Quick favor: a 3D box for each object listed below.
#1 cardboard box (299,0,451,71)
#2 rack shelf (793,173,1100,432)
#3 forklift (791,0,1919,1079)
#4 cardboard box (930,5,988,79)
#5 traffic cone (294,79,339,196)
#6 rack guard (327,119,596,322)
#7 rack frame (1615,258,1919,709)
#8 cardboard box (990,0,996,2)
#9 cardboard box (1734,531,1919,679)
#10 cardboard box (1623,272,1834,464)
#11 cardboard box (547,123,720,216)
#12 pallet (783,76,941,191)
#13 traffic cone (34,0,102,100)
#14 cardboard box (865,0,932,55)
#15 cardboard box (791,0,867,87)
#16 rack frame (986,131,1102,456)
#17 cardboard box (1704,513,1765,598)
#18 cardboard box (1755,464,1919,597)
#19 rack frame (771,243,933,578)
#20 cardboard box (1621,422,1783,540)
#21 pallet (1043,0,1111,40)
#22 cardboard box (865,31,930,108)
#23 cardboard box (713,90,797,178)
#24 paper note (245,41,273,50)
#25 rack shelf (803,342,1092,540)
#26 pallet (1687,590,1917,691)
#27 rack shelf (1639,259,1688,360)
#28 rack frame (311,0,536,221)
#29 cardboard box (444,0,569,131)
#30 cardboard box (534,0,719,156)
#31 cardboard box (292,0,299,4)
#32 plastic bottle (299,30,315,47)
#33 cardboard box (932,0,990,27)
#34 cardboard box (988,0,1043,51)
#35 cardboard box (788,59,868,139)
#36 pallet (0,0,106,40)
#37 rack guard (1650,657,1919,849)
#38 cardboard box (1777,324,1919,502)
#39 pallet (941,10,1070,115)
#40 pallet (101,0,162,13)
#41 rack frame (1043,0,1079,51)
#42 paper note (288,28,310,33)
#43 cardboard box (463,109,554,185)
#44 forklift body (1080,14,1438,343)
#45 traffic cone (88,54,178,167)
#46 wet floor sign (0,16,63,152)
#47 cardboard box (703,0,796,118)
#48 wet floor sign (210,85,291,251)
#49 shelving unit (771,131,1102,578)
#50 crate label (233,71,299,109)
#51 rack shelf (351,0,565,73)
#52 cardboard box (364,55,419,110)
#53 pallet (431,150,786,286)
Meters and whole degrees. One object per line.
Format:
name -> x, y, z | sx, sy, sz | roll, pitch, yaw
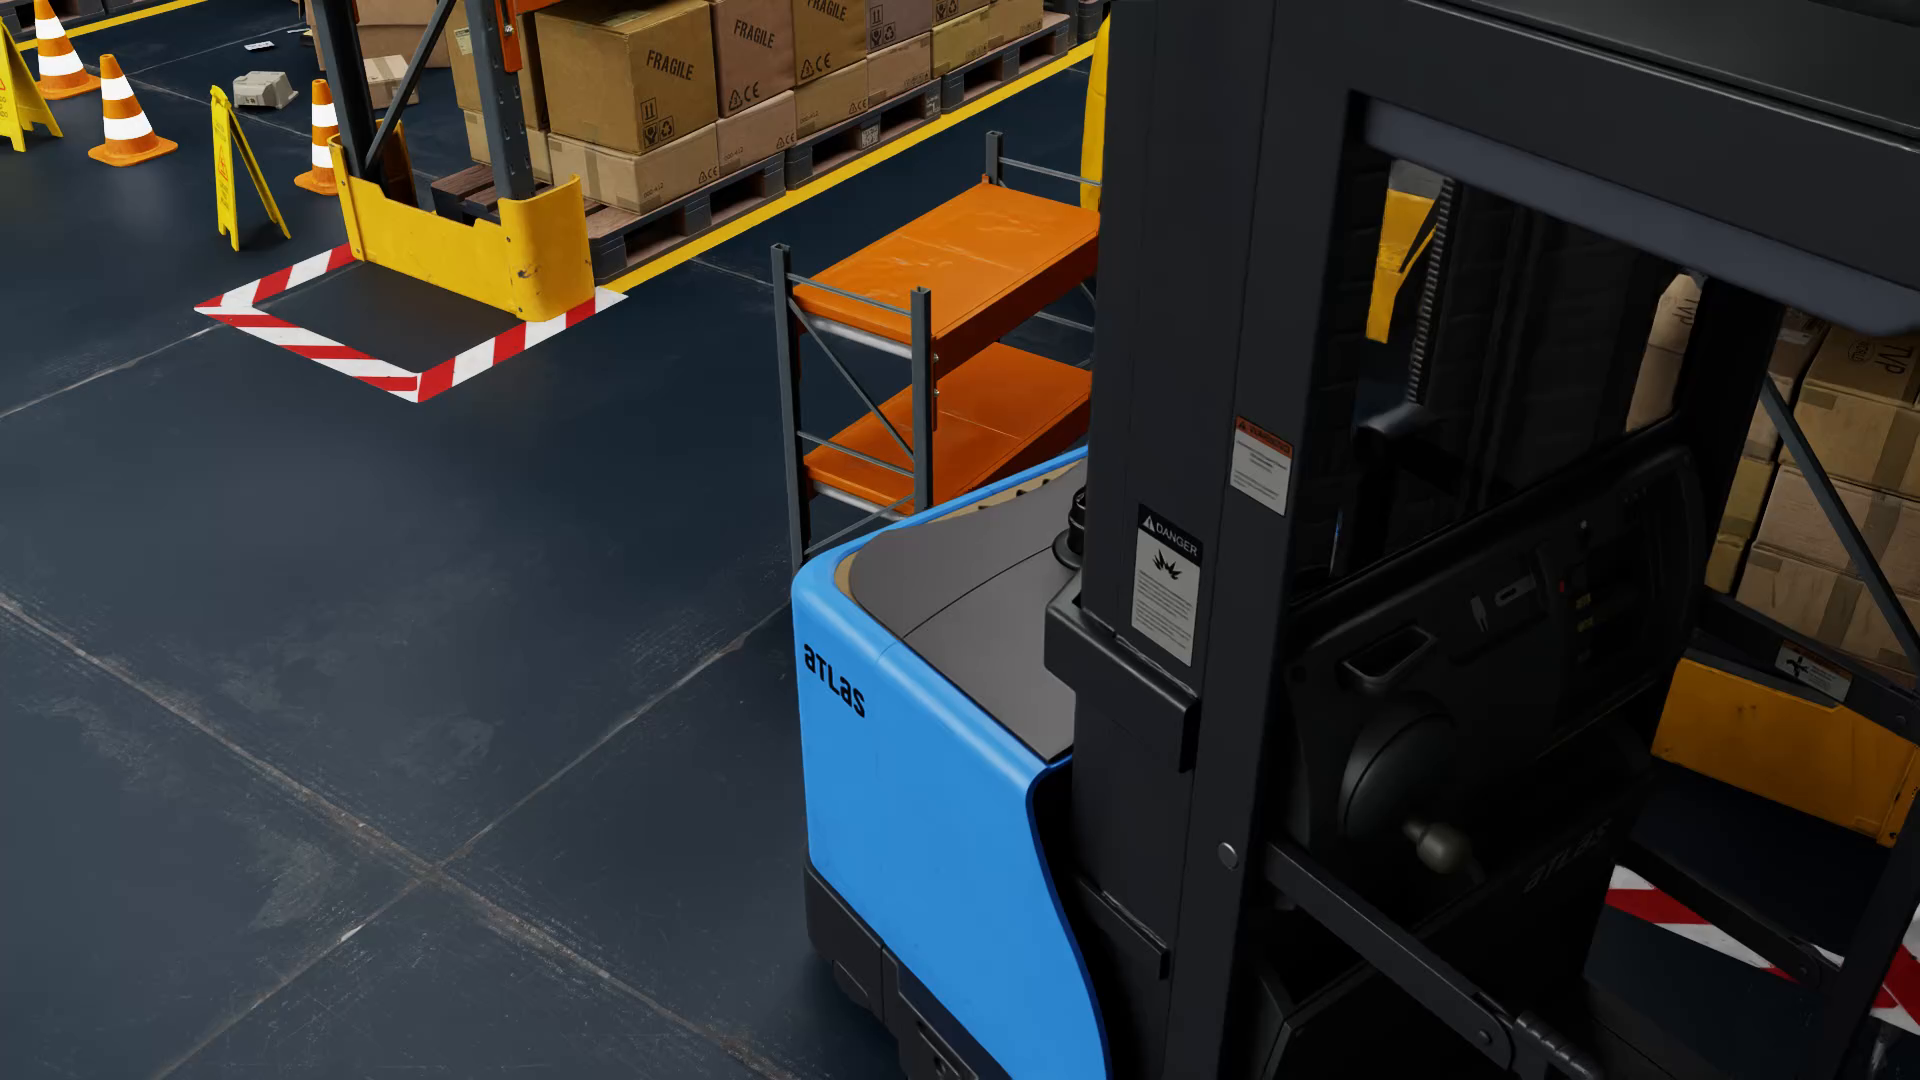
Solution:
cardboard box -> -3.145, -2.894, 9.080 | 0.797, 0.503, 0.637 | -3, 34, -4
rack shelf -> 0.004, -0.712, 4.776 | 0.538, 0.278, 1.000 | 21, 39, 28
forklift -> 0.940, 0.219, 2.310 | 1.130, 2.935, 3.031 | -23, 40, -30
cardboard box -> -0.198, -2.580, 8.468 | 0.500, 0.250, 0.500 | 20, 39, 27
traffic cone -> -2.881, -1.870, 7.602 | 0.336, 0.463, 0.334 | 21, 39, 28
rack guard -> -2.023, -1.310, 6.741 | 1.175, 0.500, 0.348 | 21, 39, 28
rack frame -> 2.013, -0.727, 3.647 | 1.000, 3.000, 0.127 | 21, 39, 28
cardboard box -> 0.097, -3.139, 8.624 | 0.500, 0.500, 0.500 | 21, 39, 28
cardboard box -> 2.454, 0.075, 4.542 | 0.500, 0.250, 0.500 | 21, 40, 28
cardboard box -> 2.019, -0.488, 4.480 | 0.500, 0.250, 0.500 | 23, 40, 30
cardboard box -> -1.380, -1.629, 7.060 | 0.500, 0.250, 0.500 | 21, 39, 28
pallet -> -0.835, -2.112, 8.185 | 1.003, 0.211, 1.213 | 21, 39, 28
traffic cone -> -4.722, -2.585, 8.660 | 0.336, 0.463, 0.334 | 21, 39, 28
cardboard box -> -0.481, -2.669, 7.930 | 0.500, 0.500, 0.500 | 24, 41, 31
cardboard box -> -0.779, -2.421, 7.562 | 0.500, 0.500, 0.500 | 22, 40, 29
rack frame -> 0.294, -0.703, 5.285 | 0.500, 1.125, 0.032 | 21, 39, 28
cardboard box -> 2.021, -0.079, 4.769 | 0.500, 0.250, 0.500 | 22, 40, 28
cardboard box -> 2.452, -0.119, 4.382 | 0.500, 0.250, 0.500 | 22, 40, 29
rack frame -> -0.286, -0.235, 4.594 | 0.500, 1.125, 0.032 | 21, 39, 28
cardboard box -> 2.034, -0.293, 4.639 | 0.500, 0.250, 0.500 | 21, 39, 28
pallet -> 0.657, -3.355, 10.023 | 1.003, 0.211, 1.213 | 21, 39, 28
cardboard box -> -0.491, -2.348, 8.124 | 0.500, 0.250, 0.500 | 22, 40, 29
cardboard box -> -1.082, -1.861, 7.404 | 0.500, 0.250, 0.500 | 23, 40, 30
paper note -> -3.926, -2.775, 9.327 | 0.142, 0.017, 0.144 | -22, 40, -29
rack shelf -> 0.004, -0.267, 5.076 | 0.538, 0.278, 1.000 | 21, 39, 28
pallet -> 2.415, 0.063, 4.969 | 1.003, 0.211, 1.213 | 21, 39, 28
rack shelf -> 3.153, -1.349, 5.210 | 1.077, 0.370, 4.000 | 21, 39, 28
rack frame -> -2.067, -2.311, 5.989 | 1.000, 3.000, 0.127 | 21, 39, 28
cardboard box -> -1.824, -2.108, 7.100 | 0.500, 0.500, 0.500 | 22, 40, 28
cardboard box -> -1.367, -1.950, 6.867 | 0.500, 0.500, 0.500 | 20, 39, 27
cardboard box -> -3.952, -3.609, 10.139 | 0.500, 0.500, 0.500 | 29, 44, 36
plastic bottle -> -3.616, -2.878, 9.451 | 0.133, 0.061, 0.283 | 8, 35, 12
cardboard box -> -0.191, -2.904, 8.277 | 0.500, 0.500, 0.500 | 22, 40, 29
cardboard box -> 0.098, -2.829, 8.835 | 0.500, 0.250, 0.500 | 23, 40, 30
cardboard box -> -0.782, -2.116, 7.781 | 0.500, 0.250, 0.500 | 24, 41, 31
pallet -> -5.799, -3.083, 9.621 | 1.003, 0.211, 1.213 | 21, 39, 28
rack guard -> 1.999, 0.320, 4.331 | 1.175, 0.500, 0.348 | 21, 39, 28
cardboard box -> 2.443, -0.337, 4.257 | 0.500, 0.250, 0.500 | 21, 39, 28
pallet -> -0.140, -2.676, 9.019 | 1.003, 0.211, 1.213 | 21, 39, 28
pallet -> -5.103, -3.642, 10.447 | 1.003, 0.211, 1.213 | 21, 39, 28
rack frame -> 0.214, -4.152, 8.711 | 1.000, 3.000, 0.127 | 21, 39, 28
paper note -> -3.810, -2.937, 9.584 | 0.123, 0.001, 0.032 | -15, 37, -21
cardboard box -> -1.813, -1.815, 7.335 | 0.500, 0.250, 0.500 | 21, 39, 28
forklift body -> 1.596, -1.831, 6.037 | 2.313, 2.155, 1.214 | 21, 39, 28
traffic cone -> -3.987, -2.068, 7.895 | 0.336, 0.463, 0.334 | 21, 39, 28
wet floor sign -> -4.581, -2.224, 7.963 | 0.267, 0.644, 0.232 | 14, 37, 20
cardboard box -> -1.072, -2.192, 7.224 | 0.500, 0.500, 0.500 | 20, 39, 27
wet floor sign -> -3.054, -1.590, 7.025 | 0.232, 0.644, 0.267 | -22, 40, -29
shelving unit -> 0.004, -0.469, 4.939 | 0.538, 1.125, 1.048 | 21, 39, 28
crate label -> -3.590, -2.314, 8.550 | 0.250, 0.136, 0.298 | 3, 34, 4
rack shelf -> -0.926, -2.933, 7.552 | 1.077, 0.370, 4.000 | 21, 39, 28
cardboard box -> -2.979, -2.378, 8.633 | 0.250, 0.149, 0.380 | -15, 37, -21
pallet -> -1.531, -1.553, 7.358 | 1.003, 0.211, 1.213 | 21, 39, 28
